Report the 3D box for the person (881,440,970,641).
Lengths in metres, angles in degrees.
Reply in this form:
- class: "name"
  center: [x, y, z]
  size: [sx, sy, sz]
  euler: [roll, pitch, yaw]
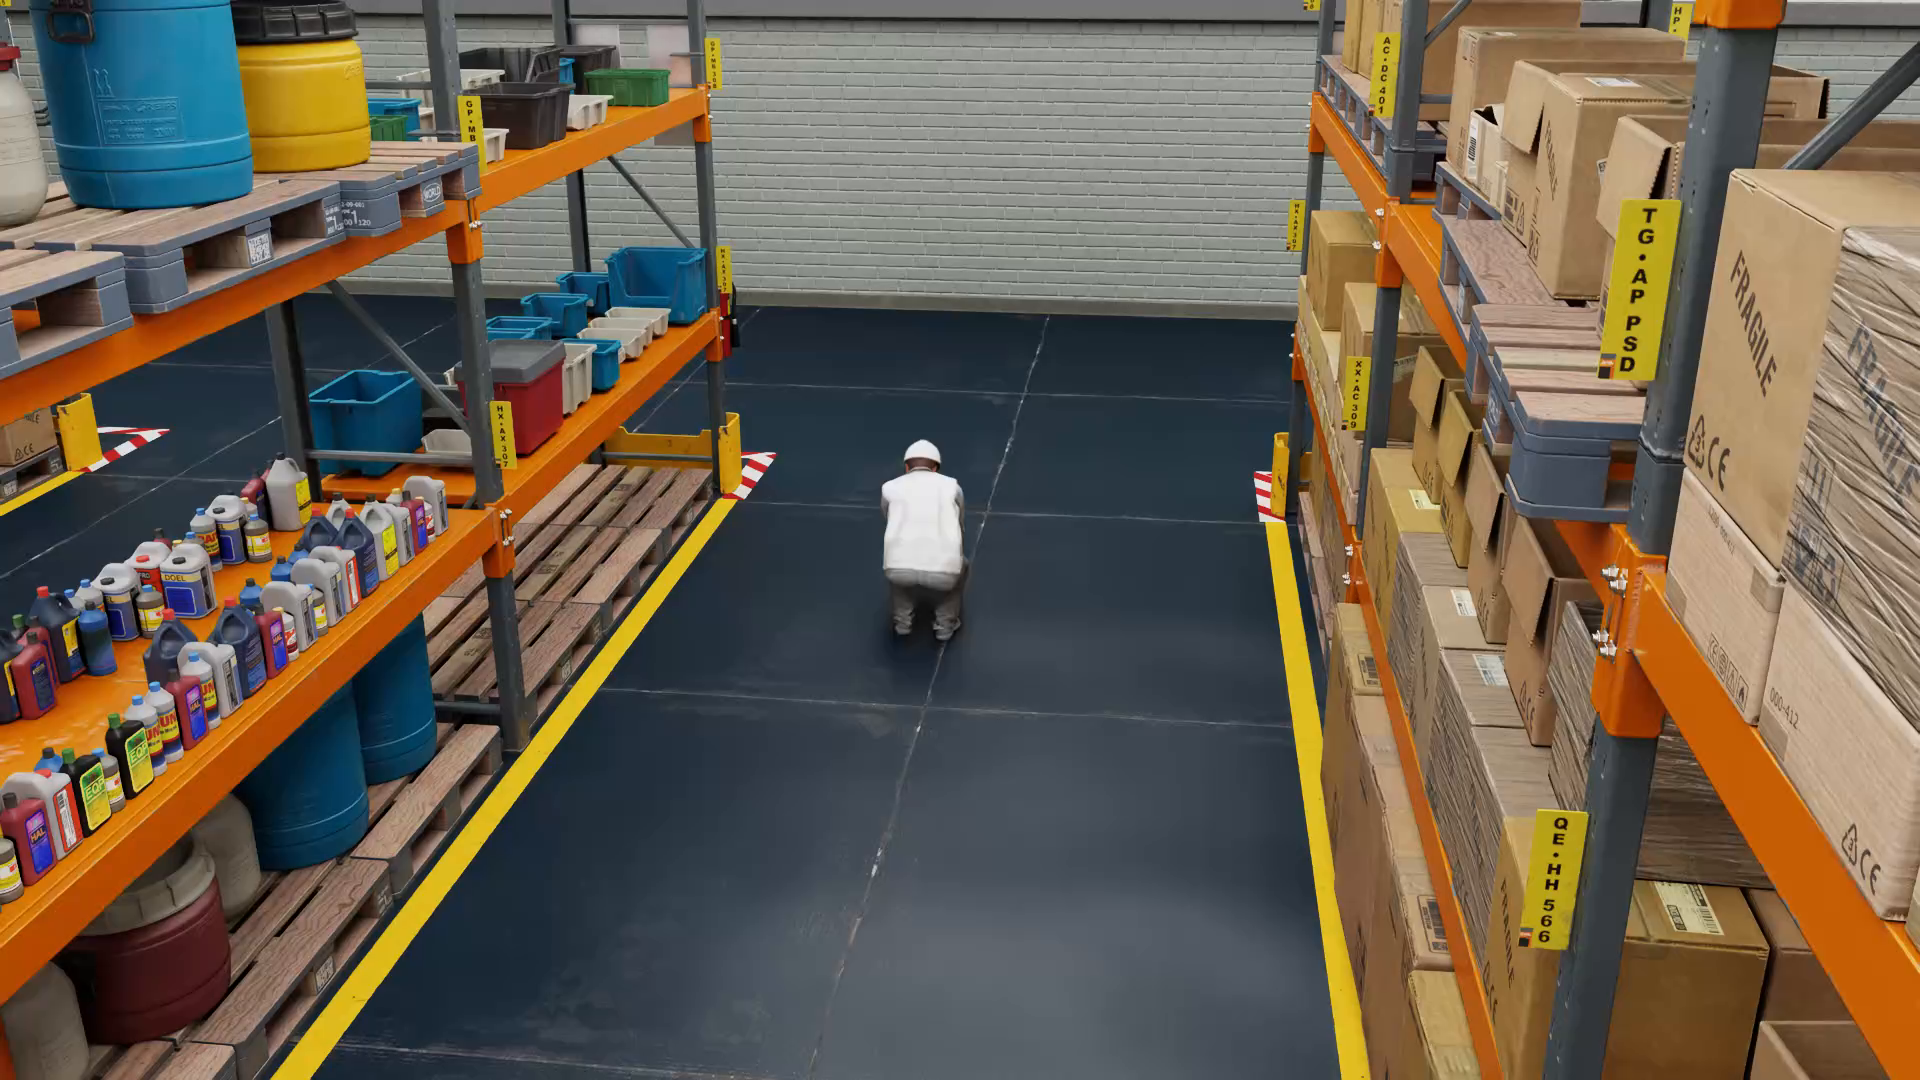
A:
- class: "person"
  center: [-0.208, 0.009, 9.602]
  size: [0.517, 1.011, 0.879]
  euler: [2, 21, 5]
